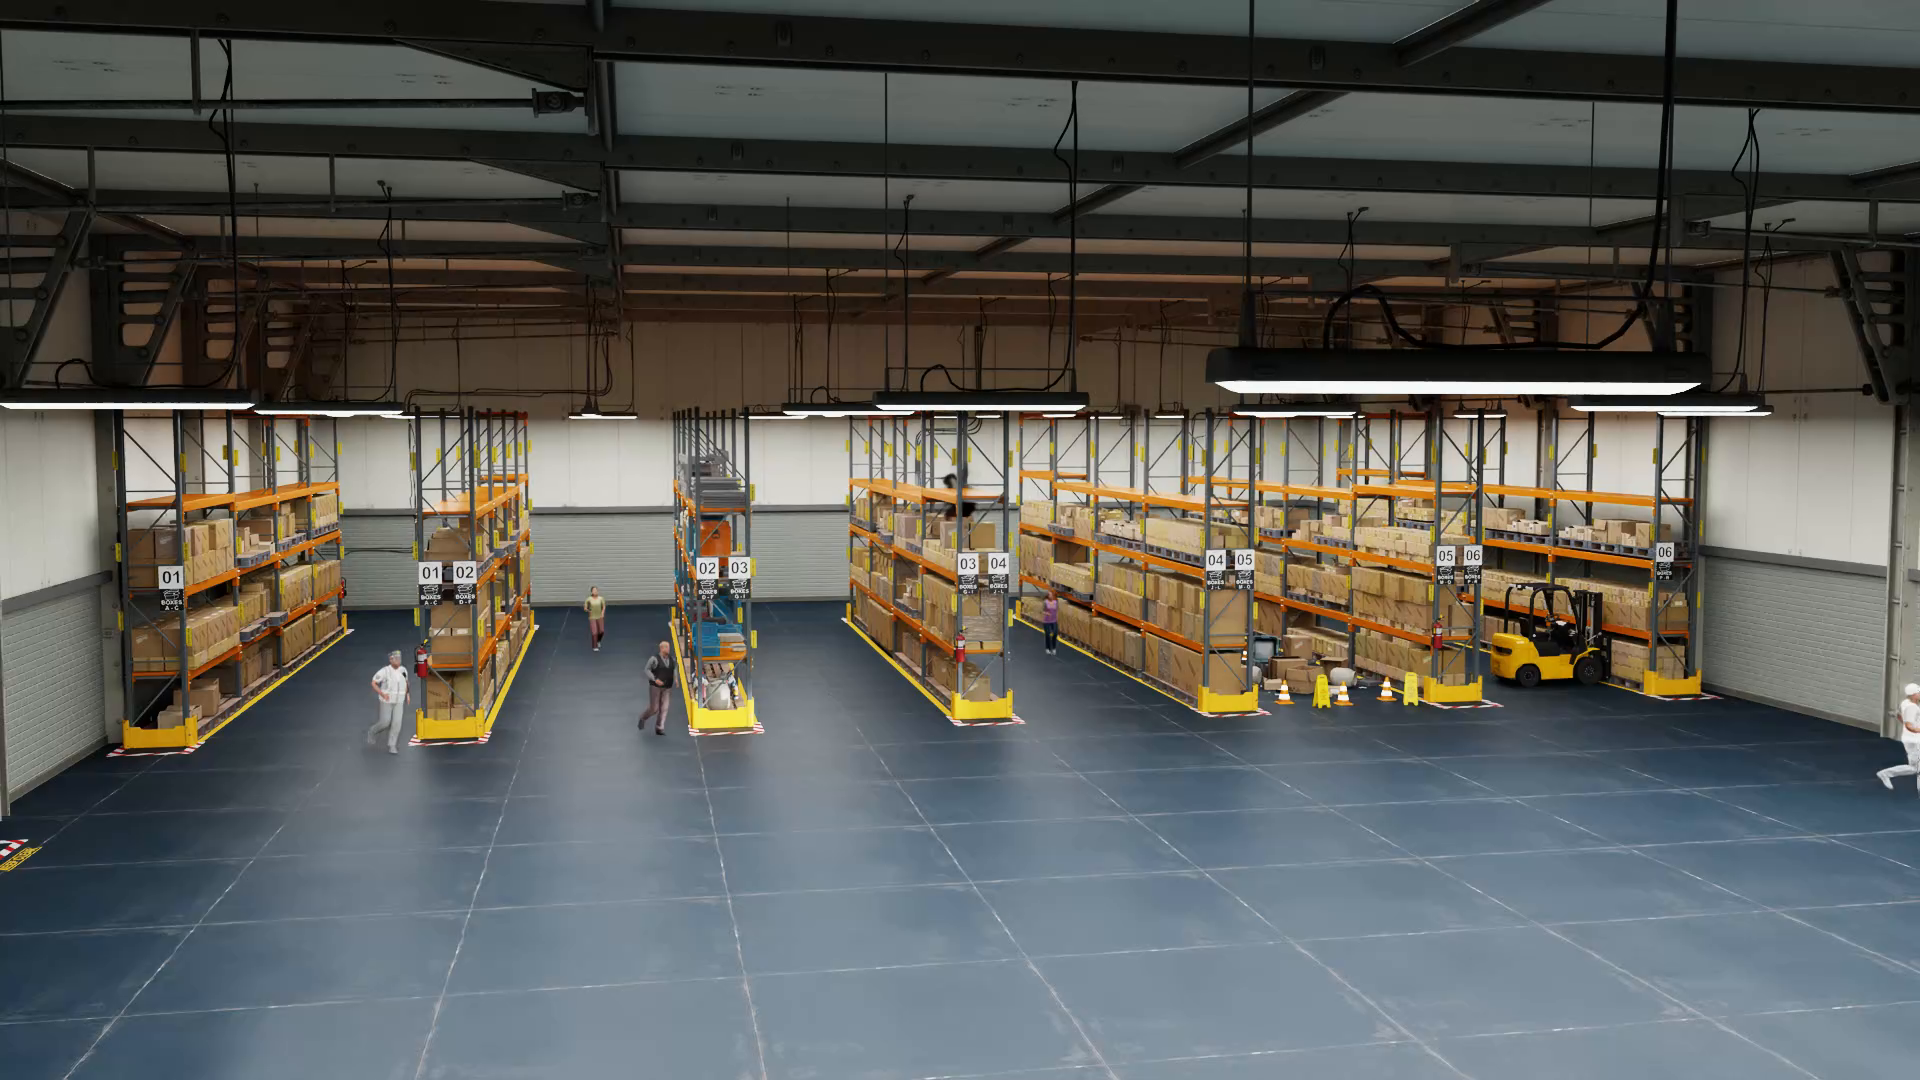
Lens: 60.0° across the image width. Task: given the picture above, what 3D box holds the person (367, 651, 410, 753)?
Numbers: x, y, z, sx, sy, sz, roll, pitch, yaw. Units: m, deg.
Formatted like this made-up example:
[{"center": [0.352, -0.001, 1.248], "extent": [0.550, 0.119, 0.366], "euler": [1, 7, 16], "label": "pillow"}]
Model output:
[{"center": [-9.887, 2.796, 29.021], "extent": [0.846, 1.732, 0.719], "euler": [4, 6, 44], "label": "person"}]

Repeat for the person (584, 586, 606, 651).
[{"center": [-9.074, 1.962, 41.422], "extent": [0.565, 1.623, 0.549], "euler": [-2, 4, -24], "label": "person"}]

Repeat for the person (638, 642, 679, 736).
[{"center": [-5.461, 2.711, 30.519], "extent": [0.728, 1.690, 0.794], "euler": [-4, 5, -41], "label": "person"}]

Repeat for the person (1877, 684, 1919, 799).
[{"center": [14.402, 3.053, 25.166], "extent": [0.878, 1.766, 0.681], "euler": [2, 5, 31], "label": "person"}]

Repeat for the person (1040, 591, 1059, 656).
[{"center": [2.203, 2.037, 40.689], "extent": [0.525, 1.611, 0.675], "euler": [-1, 4, -8], "label": "person"}]
